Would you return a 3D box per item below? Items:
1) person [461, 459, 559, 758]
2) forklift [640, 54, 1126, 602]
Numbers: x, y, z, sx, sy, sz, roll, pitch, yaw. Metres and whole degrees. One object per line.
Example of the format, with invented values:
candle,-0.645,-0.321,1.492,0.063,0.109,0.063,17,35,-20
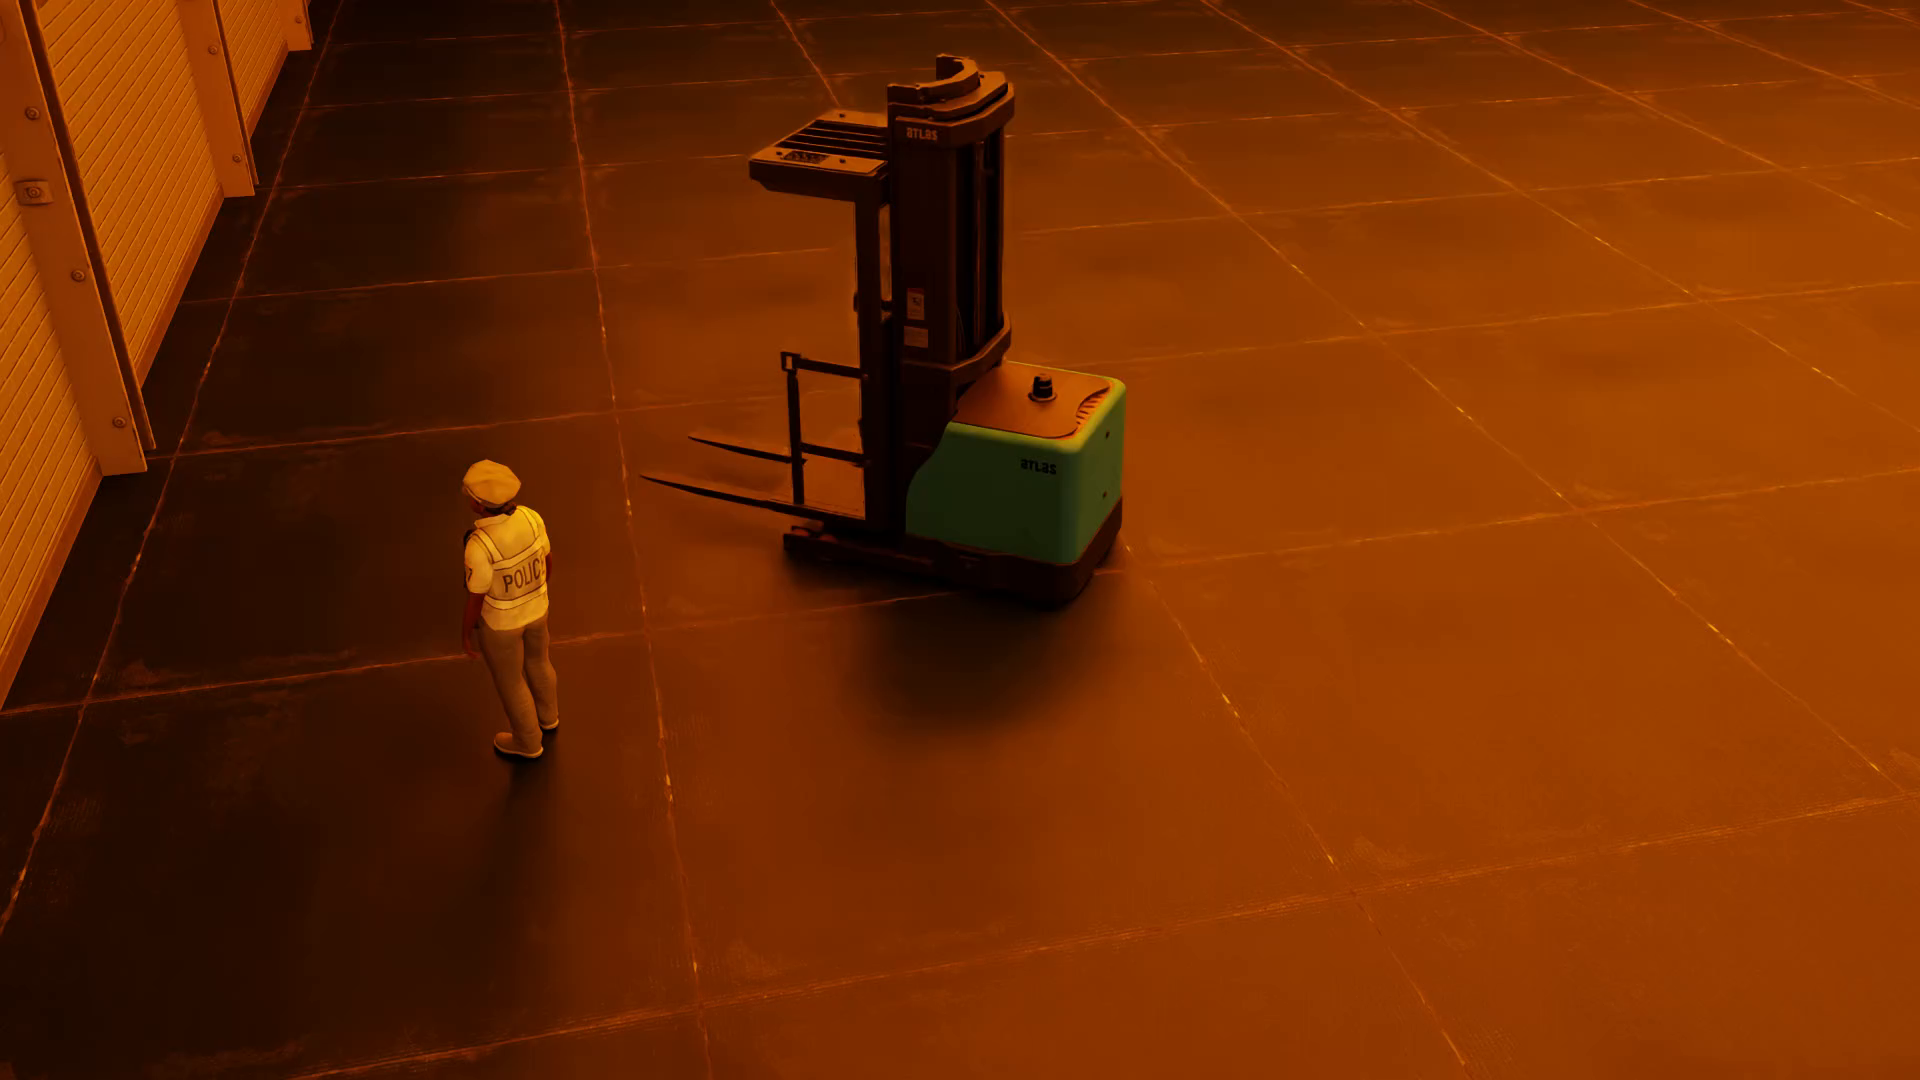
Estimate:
person,-2.258,0.337,8.213,0.531,1.695,0.568,20,35,30
forklift,-0.553,-1.366,9.934,3.031,2.935,1.130,11,32,19
